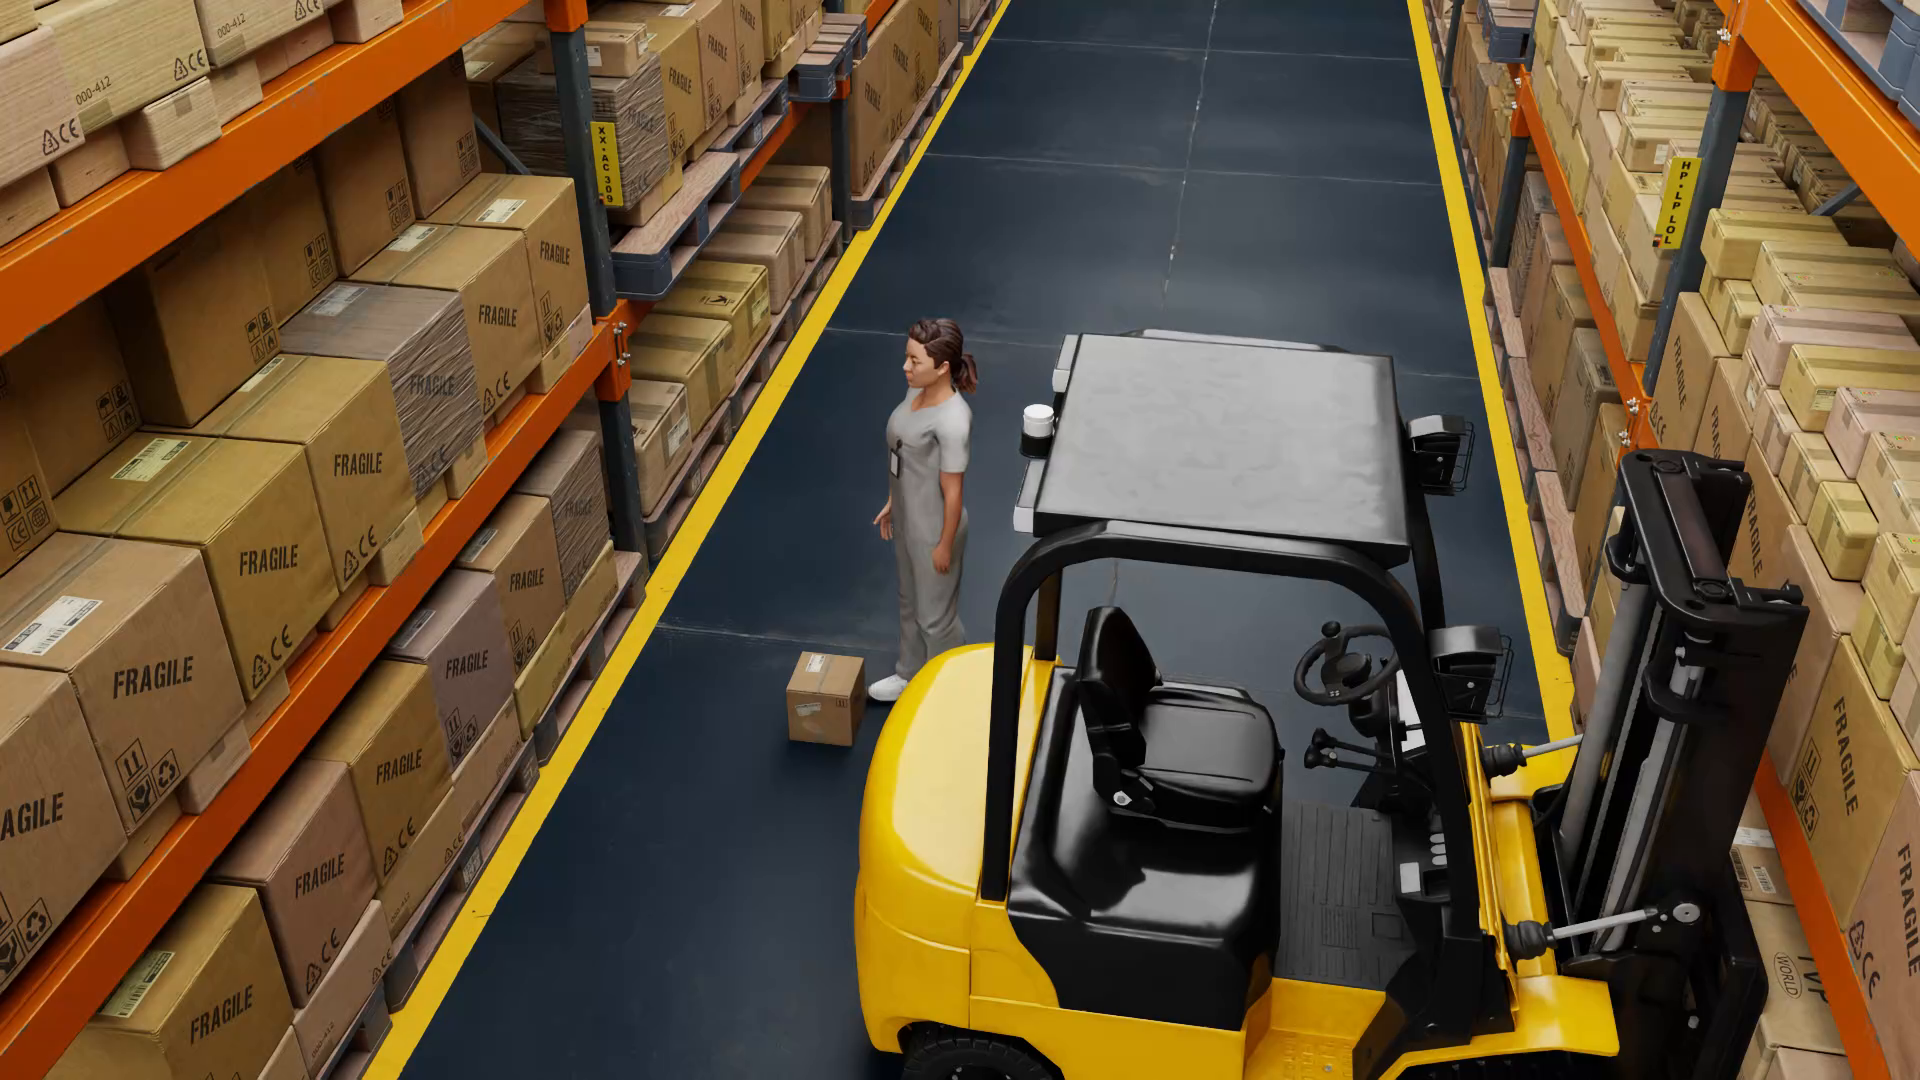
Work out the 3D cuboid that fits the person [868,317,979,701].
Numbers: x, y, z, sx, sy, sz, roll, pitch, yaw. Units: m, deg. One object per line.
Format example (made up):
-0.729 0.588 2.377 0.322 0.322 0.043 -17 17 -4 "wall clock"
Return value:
-0.132 -0.030 6.225 0.429 1.719 0.448 -10 34 -15 "person"
